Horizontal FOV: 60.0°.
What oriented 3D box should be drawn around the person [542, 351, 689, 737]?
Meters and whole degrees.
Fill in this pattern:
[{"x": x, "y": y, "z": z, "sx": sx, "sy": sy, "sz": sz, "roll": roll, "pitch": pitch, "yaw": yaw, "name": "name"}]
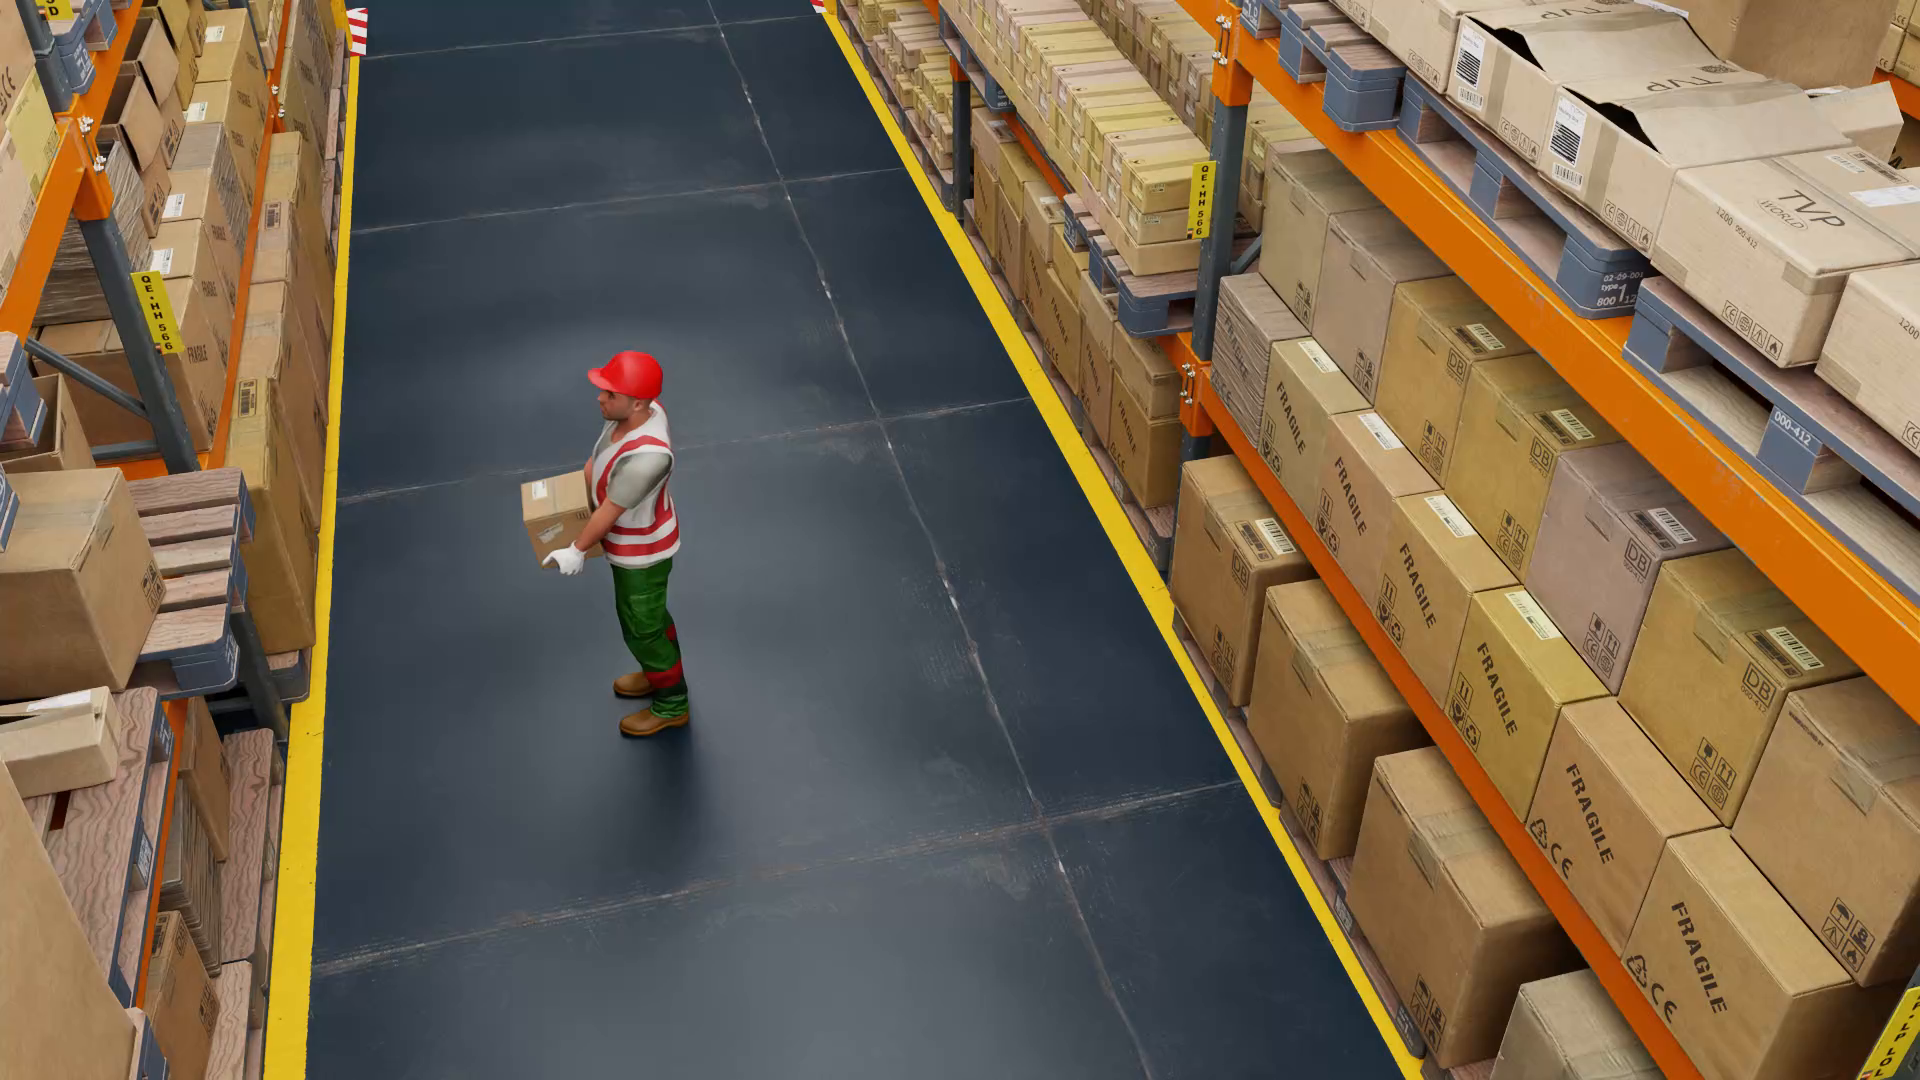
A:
[{"x": -1.383, "y": 0.035, "z": 6.655, "sx": 0.560, "sy": 1.782, "sz": 0.494, "roll": -9, "pitch": 39, "yaw": -11, "name": "person"}]
